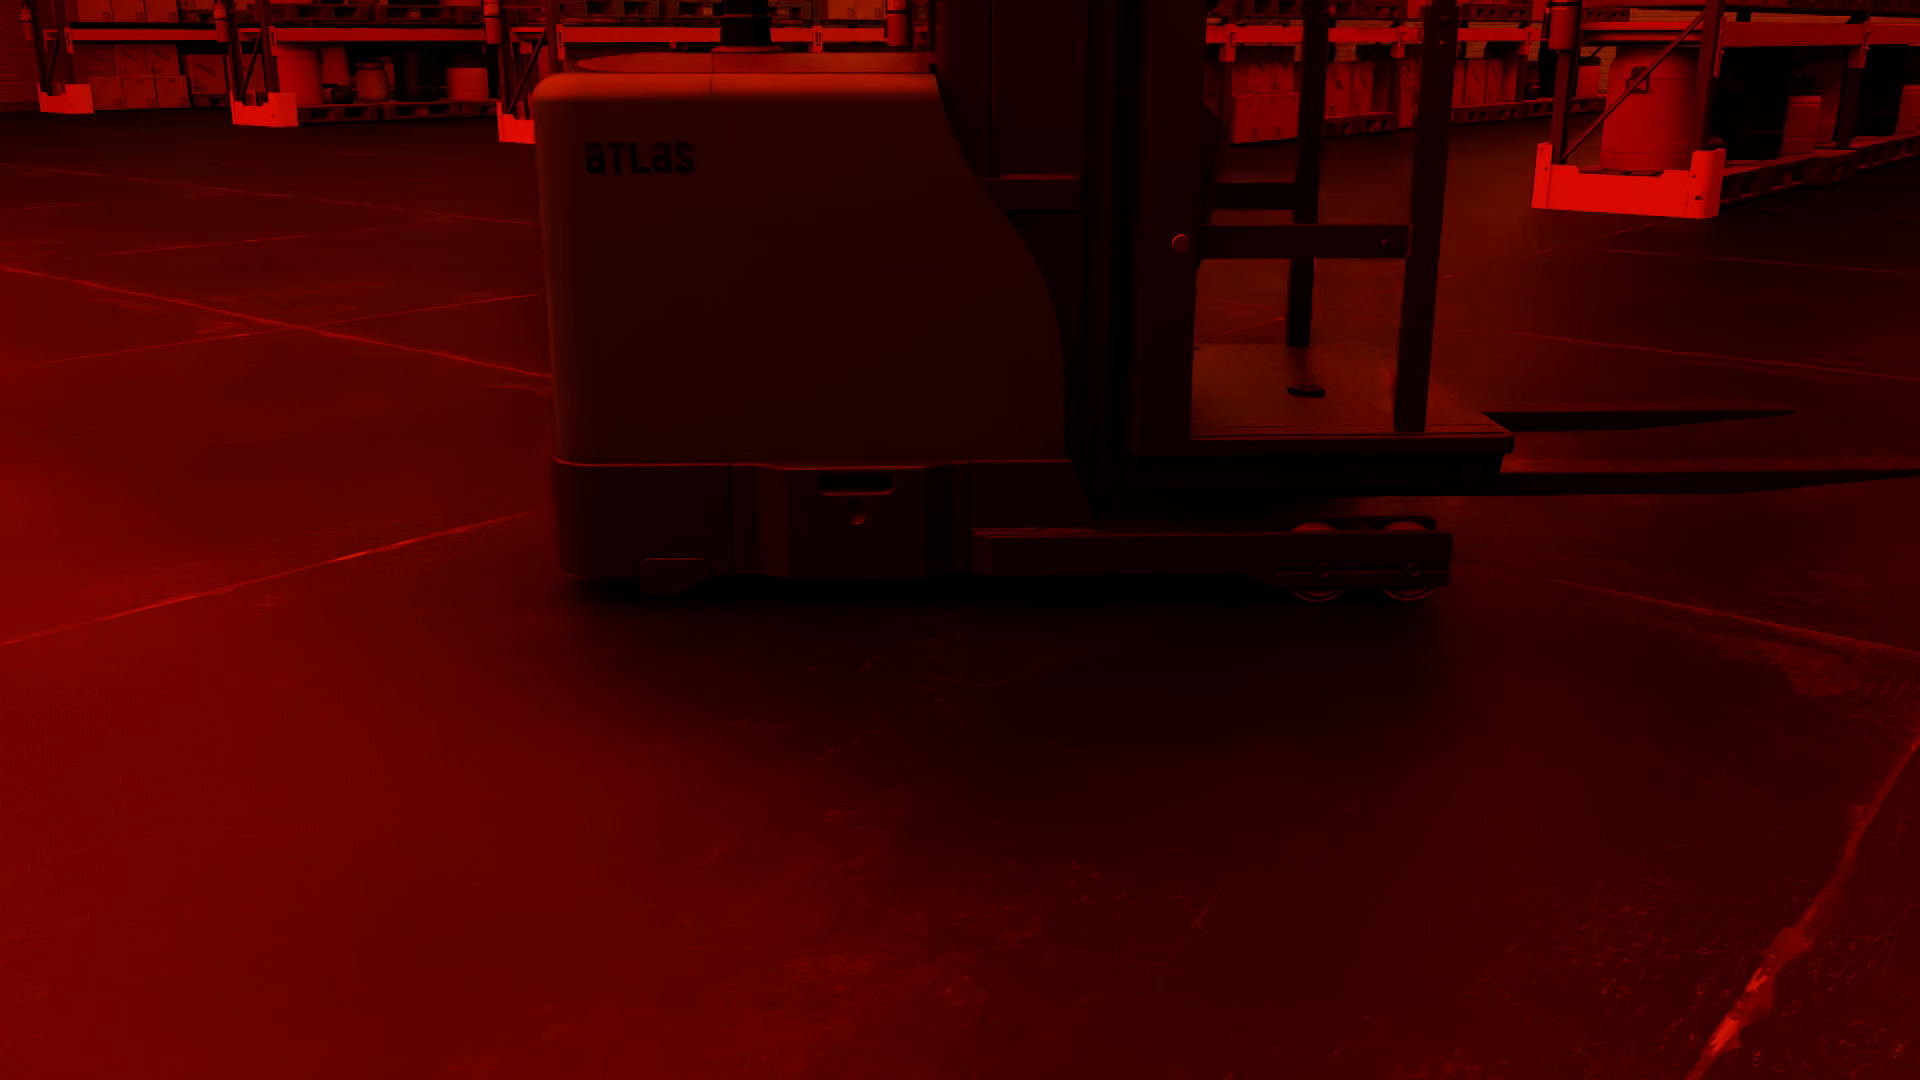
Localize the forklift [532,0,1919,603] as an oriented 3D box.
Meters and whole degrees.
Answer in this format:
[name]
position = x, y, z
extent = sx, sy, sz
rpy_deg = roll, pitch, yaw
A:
[forklift]
position = 0.646, -1.425, 3.589
extent = 3.031, 2.935, 1.130
rpy_deg = -1, 17, -2
